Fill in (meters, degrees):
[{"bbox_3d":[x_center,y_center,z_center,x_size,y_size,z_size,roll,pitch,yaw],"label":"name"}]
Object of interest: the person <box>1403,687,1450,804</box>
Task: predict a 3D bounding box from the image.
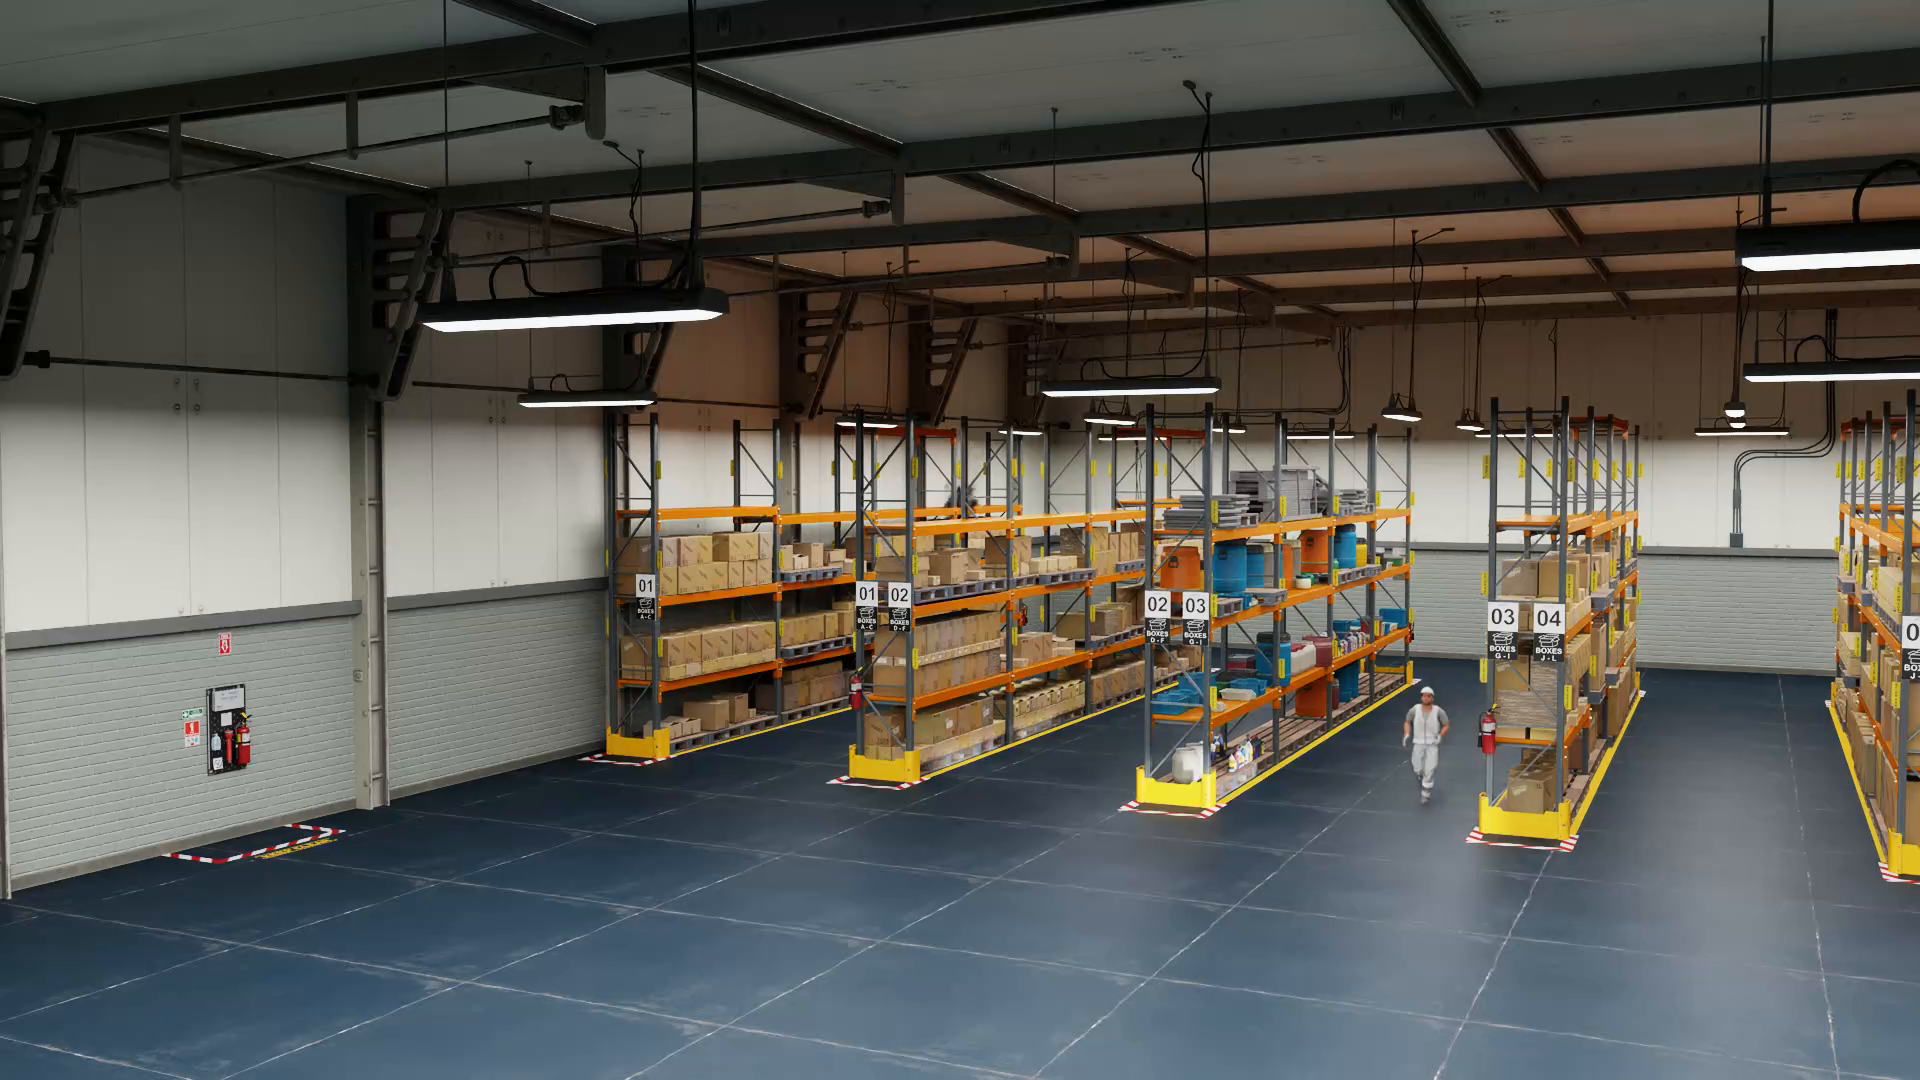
[{"bbox_3d":[7.041,3.088,25.087,0.671,1.748,0.596,1,3,22],"label":"person"}]
